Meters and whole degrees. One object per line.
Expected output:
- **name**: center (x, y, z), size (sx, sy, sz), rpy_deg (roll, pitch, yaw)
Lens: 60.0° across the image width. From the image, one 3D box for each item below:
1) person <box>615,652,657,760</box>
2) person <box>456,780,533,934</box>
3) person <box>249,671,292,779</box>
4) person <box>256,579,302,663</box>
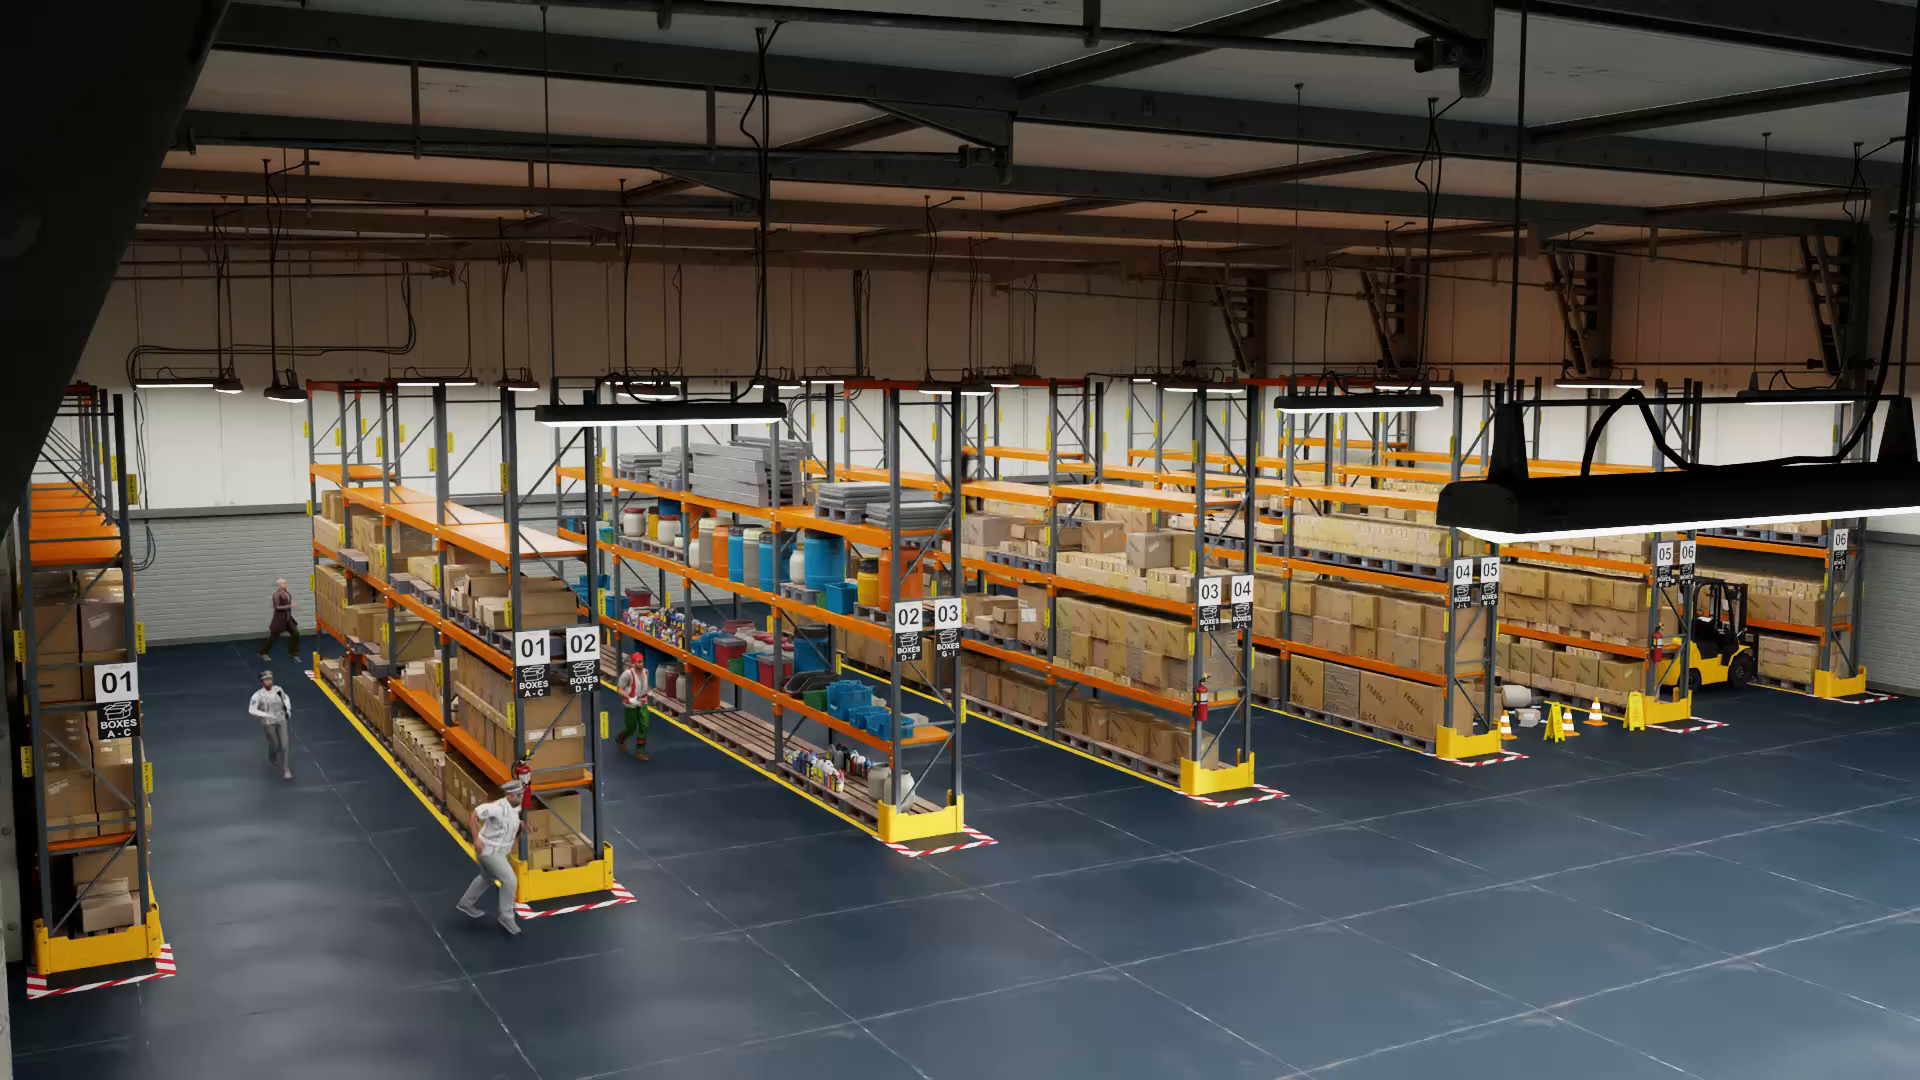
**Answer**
- **person**: center (-5.257, 2.636, 26.674), size (0.661, 1.740, 0.835), rpy_deg (-5, 8, -42)
- **person**: center (-5.253, 3.533, 18.634), size (0.979, 1.763, 0.709), rpy_deg (2, 6, 16)
- **person**: center (-10.575, 2.807, 25.525), size (0.646, 1.670, 0.795), rpy_deg (-5, 8, -40)
- **person**: center (-14.359, 1.720, 35.120), size (0.988, 1.838, 0.729), rpy_deg (1, 6, 9)
